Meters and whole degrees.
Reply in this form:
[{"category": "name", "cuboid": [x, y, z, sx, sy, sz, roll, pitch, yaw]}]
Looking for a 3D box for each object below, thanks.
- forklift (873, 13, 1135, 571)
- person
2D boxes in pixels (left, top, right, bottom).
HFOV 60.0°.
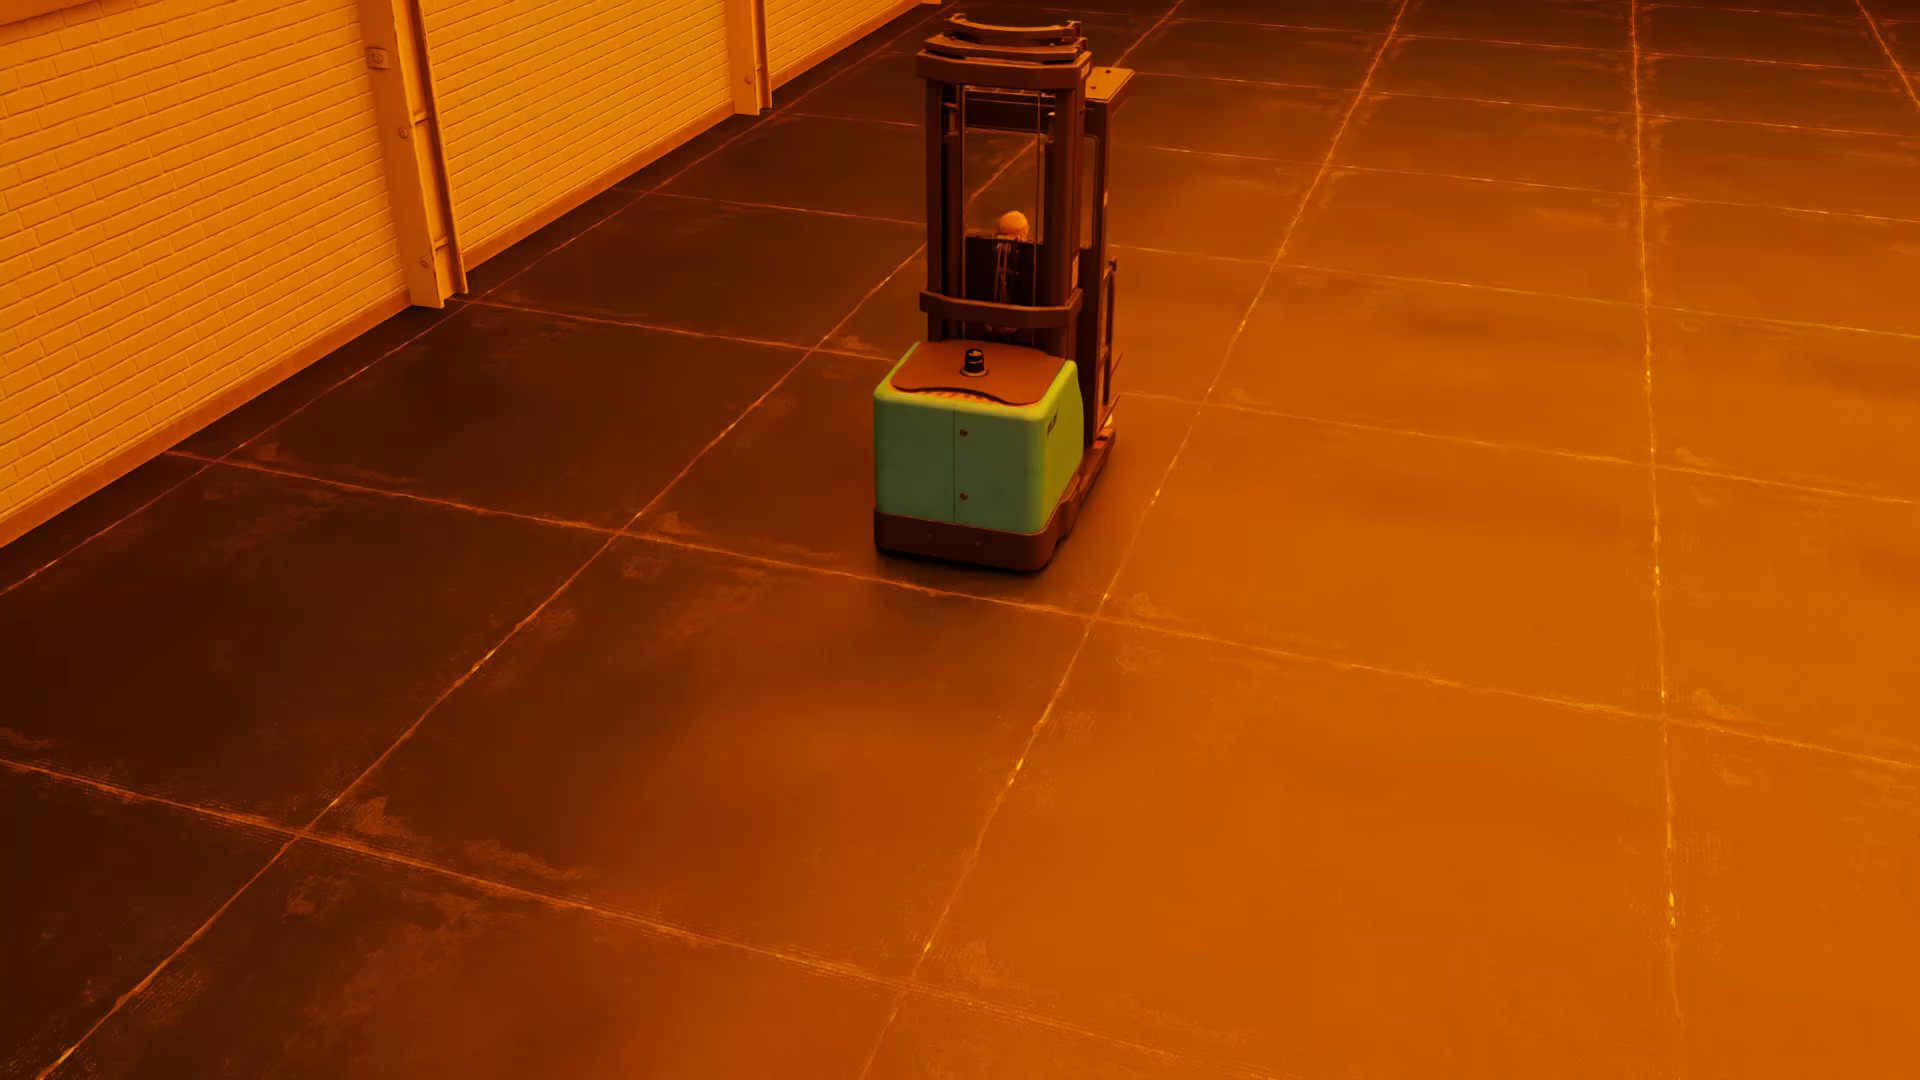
[{"category": "forklift", "cuboid": [0.412, -1.811, 10.313, 1.130, 2.935, 3.031, 9, 31, 15]}, {"category": "person", "cuboid": [0.488, -1.402, 10.684, 0.735, 1.534, 0.811, -19, 35, -29]}]
